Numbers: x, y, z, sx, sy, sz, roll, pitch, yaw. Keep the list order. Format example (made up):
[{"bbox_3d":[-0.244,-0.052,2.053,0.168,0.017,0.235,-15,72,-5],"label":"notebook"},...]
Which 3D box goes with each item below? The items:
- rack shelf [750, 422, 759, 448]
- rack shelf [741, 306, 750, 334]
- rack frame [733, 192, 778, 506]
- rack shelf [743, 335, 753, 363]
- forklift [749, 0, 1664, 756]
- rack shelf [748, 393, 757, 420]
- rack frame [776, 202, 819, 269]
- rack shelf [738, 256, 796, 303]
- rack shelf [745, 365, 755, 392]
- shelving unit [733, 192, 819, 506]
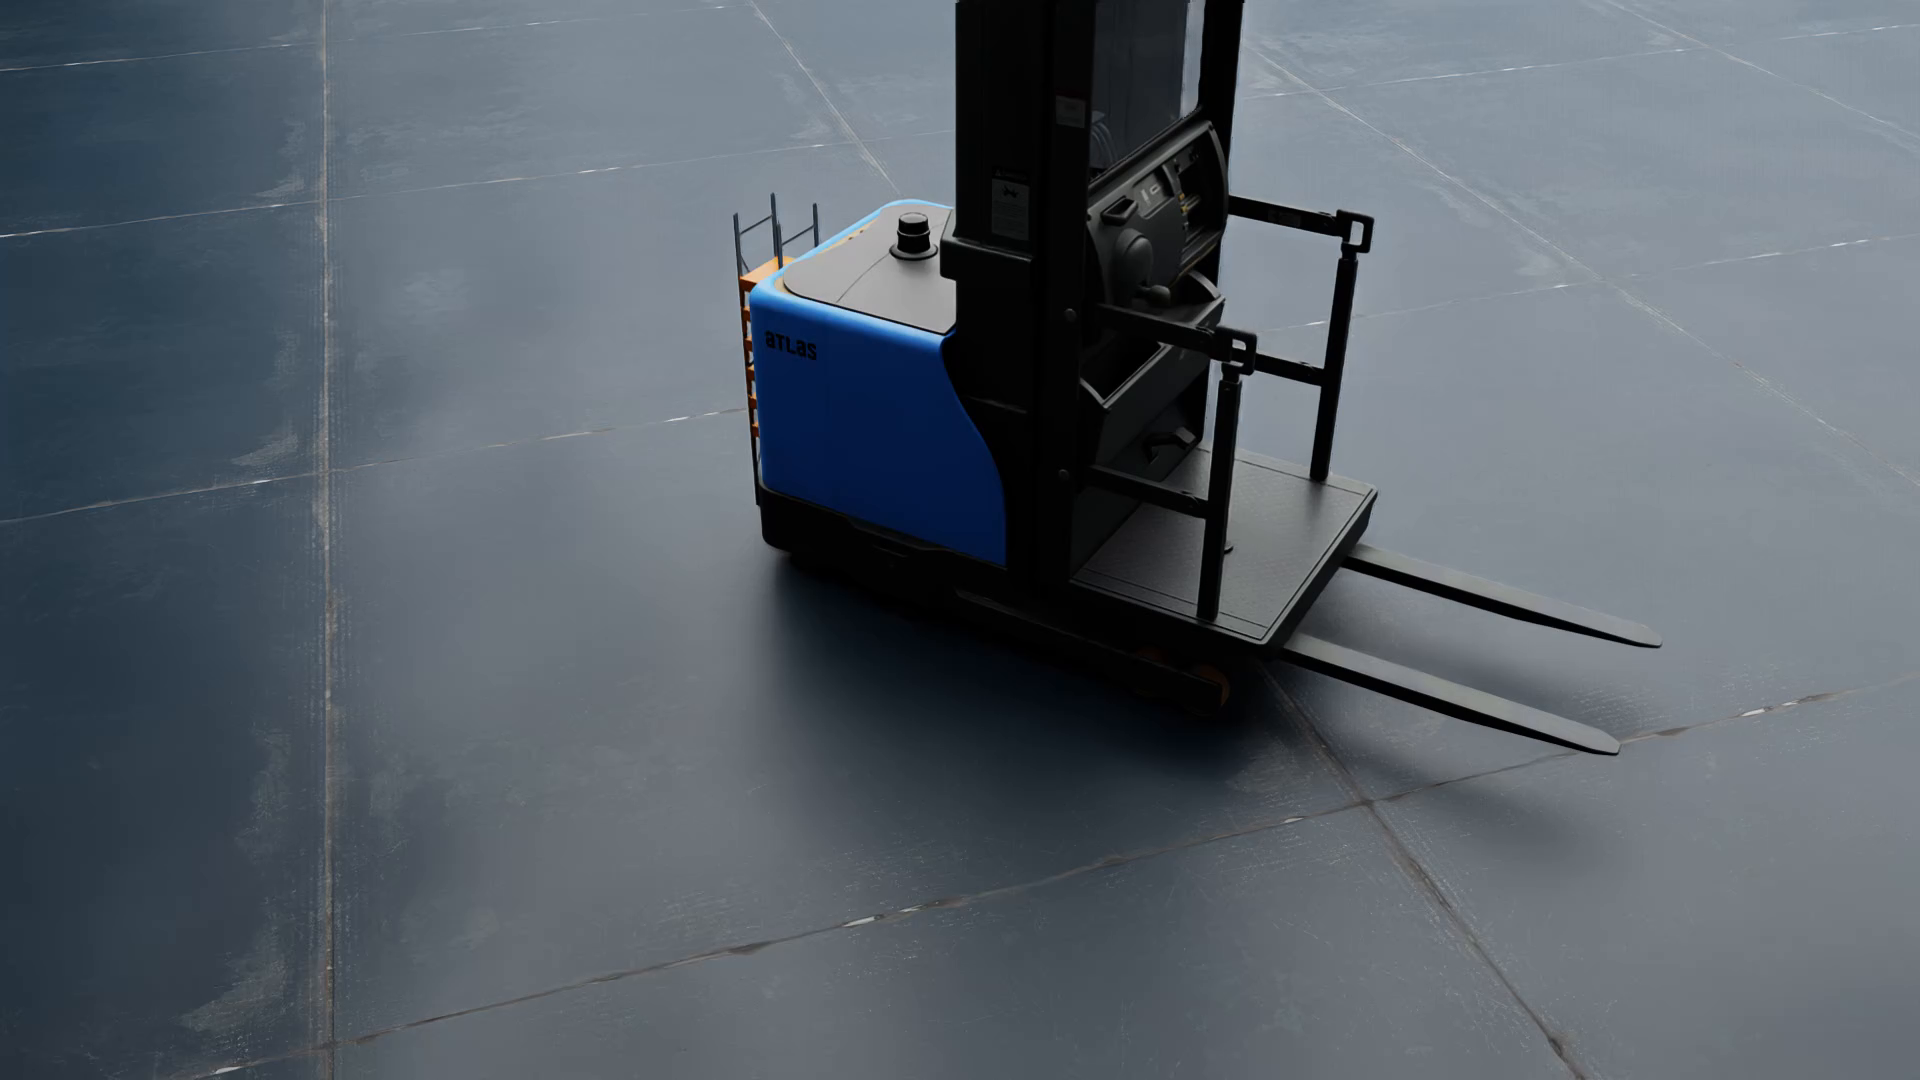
[{"bbox_3d":[-0.648,-0.426,6.322,0.180,0.103,0.258,18,38,25],"label":"rack shelf"},{"bbox_3d":[-0.648,-0.826,6.057,0.180,0.103,0.258,18,38,25],"label":"rack shelf"},{"bbox_3d":[-0.726,-0.689,6.204,0.006,1.200,0.240,18,38,25],"label":"rack frame"},{"bbox_3d":[-0.648,-0.726,6.123,0.180,0.103,0.258,18,38,25],"label":"rack shelf"},{"bbox_3d":[0.800,-0.988,5.087,3.031,2.935,1.130,18,38,25],"label":"forklift"},{"bbox_3d":[-0.648,-0.526,6.255,0.180,0.103,0.258,18,38,25],"label":"rack shelf"},{"bbox_3d":[-0.569,-0.637,6.126,0.006,1.200,0.240,18,38,25],"label":"rack frame"},{"bbox_3d":[-0.648,-0.926,5.991,0.180,0.103,0.258,18,38,25],"label":"rack shelf"},{"bbox_3d":[-0.648,-0.626,6.189,0.180,0.103,0.258,18,38,25],"label":"rack shelf"},{"bbox_3d":[-0.648,-0.663,6.165,0.189,1.200,0.258,18,38,25],"label":"shelving unit"}]
